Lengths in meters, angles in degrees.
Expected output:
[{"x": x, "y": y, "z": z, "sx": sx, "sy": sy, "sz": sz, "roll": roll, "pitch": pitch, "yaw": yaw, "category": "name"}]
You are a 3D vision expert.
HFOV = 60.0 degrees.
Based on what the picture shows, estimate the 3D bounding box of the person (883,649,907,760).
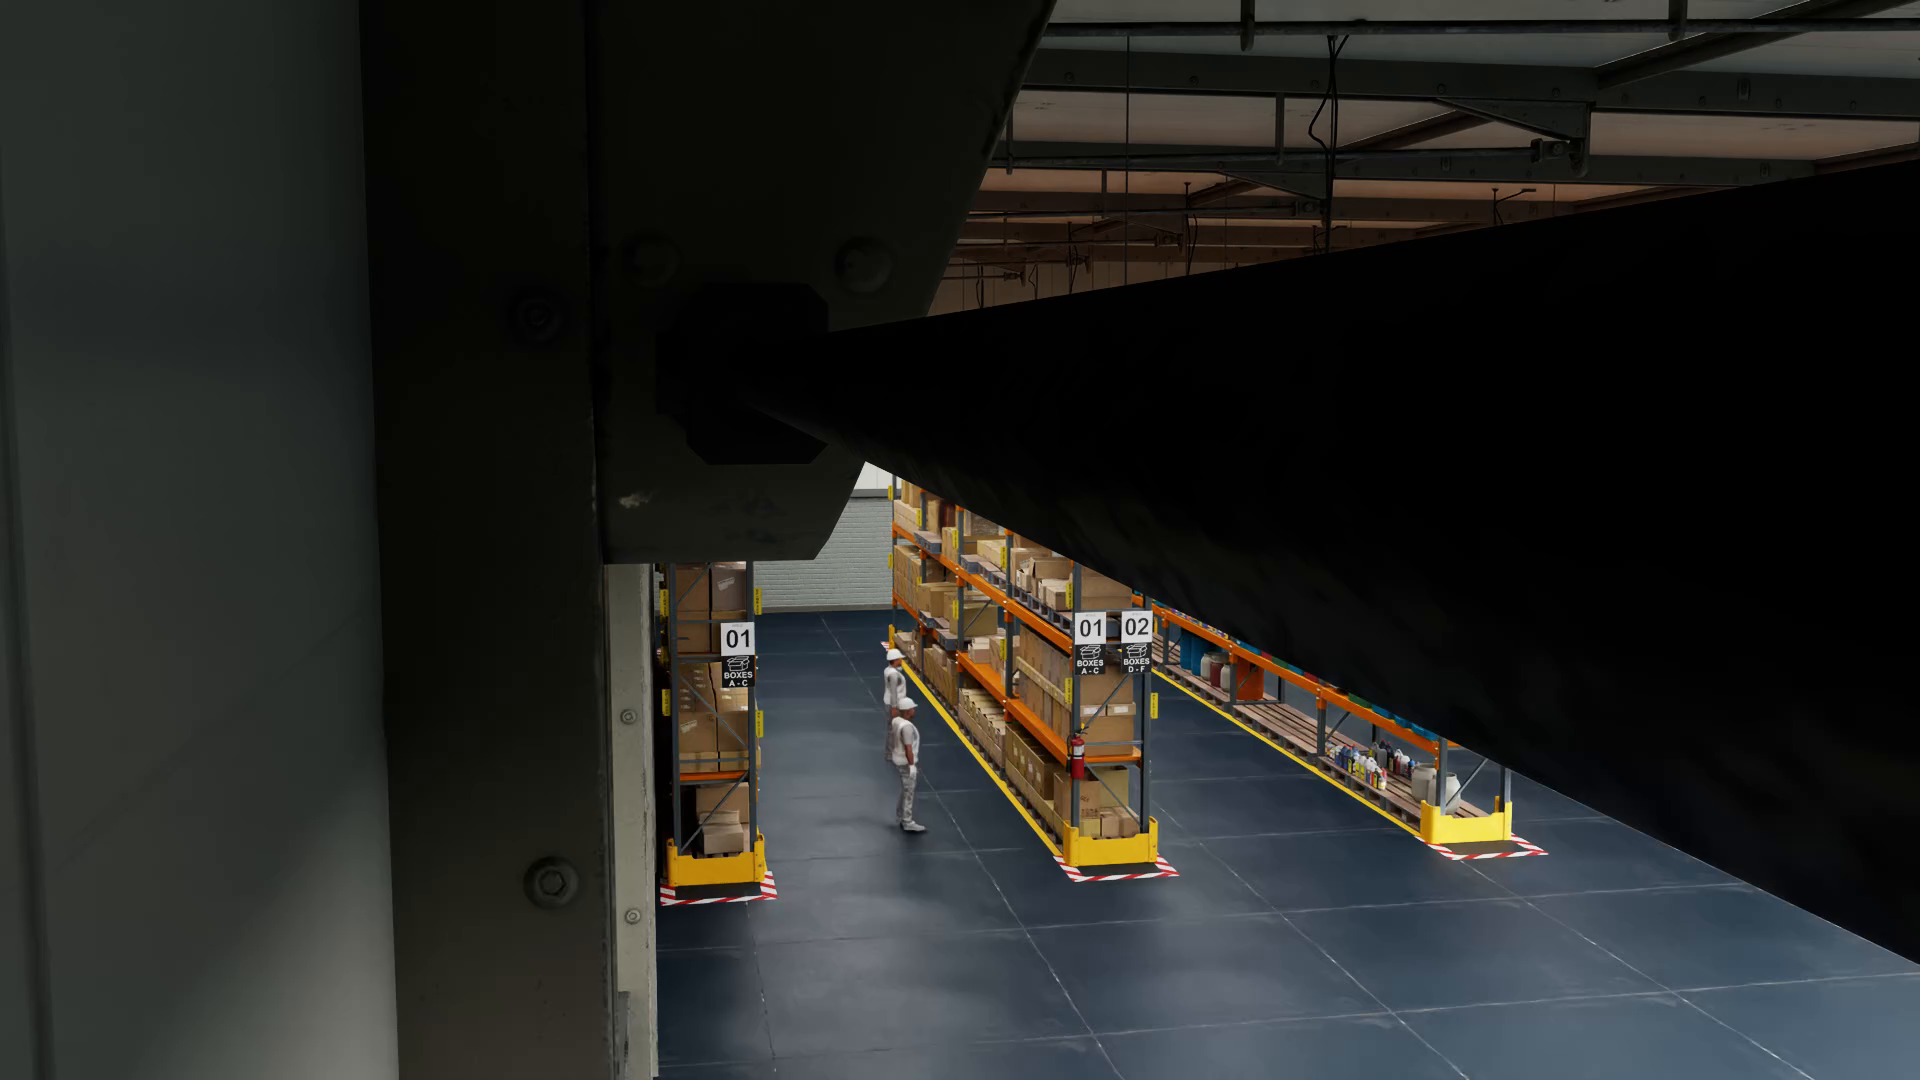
[{"x": -1.028, "y": 2.602, "z": 26.342, "sx": 0.362, "sy": 1.783, "sz": 0.621, "roll": -1, "pitch": 6, "yaw": -6, "category": "person"}]

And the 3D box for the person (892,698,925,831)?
[{"x": -0.703, "y": 3.051, "z": 22.484, "sx": 0.396, "sy": 1.859, "sz": 0.631, "roll": -2, "pitch": 6, "yaw": -14, "category": "person"}]
